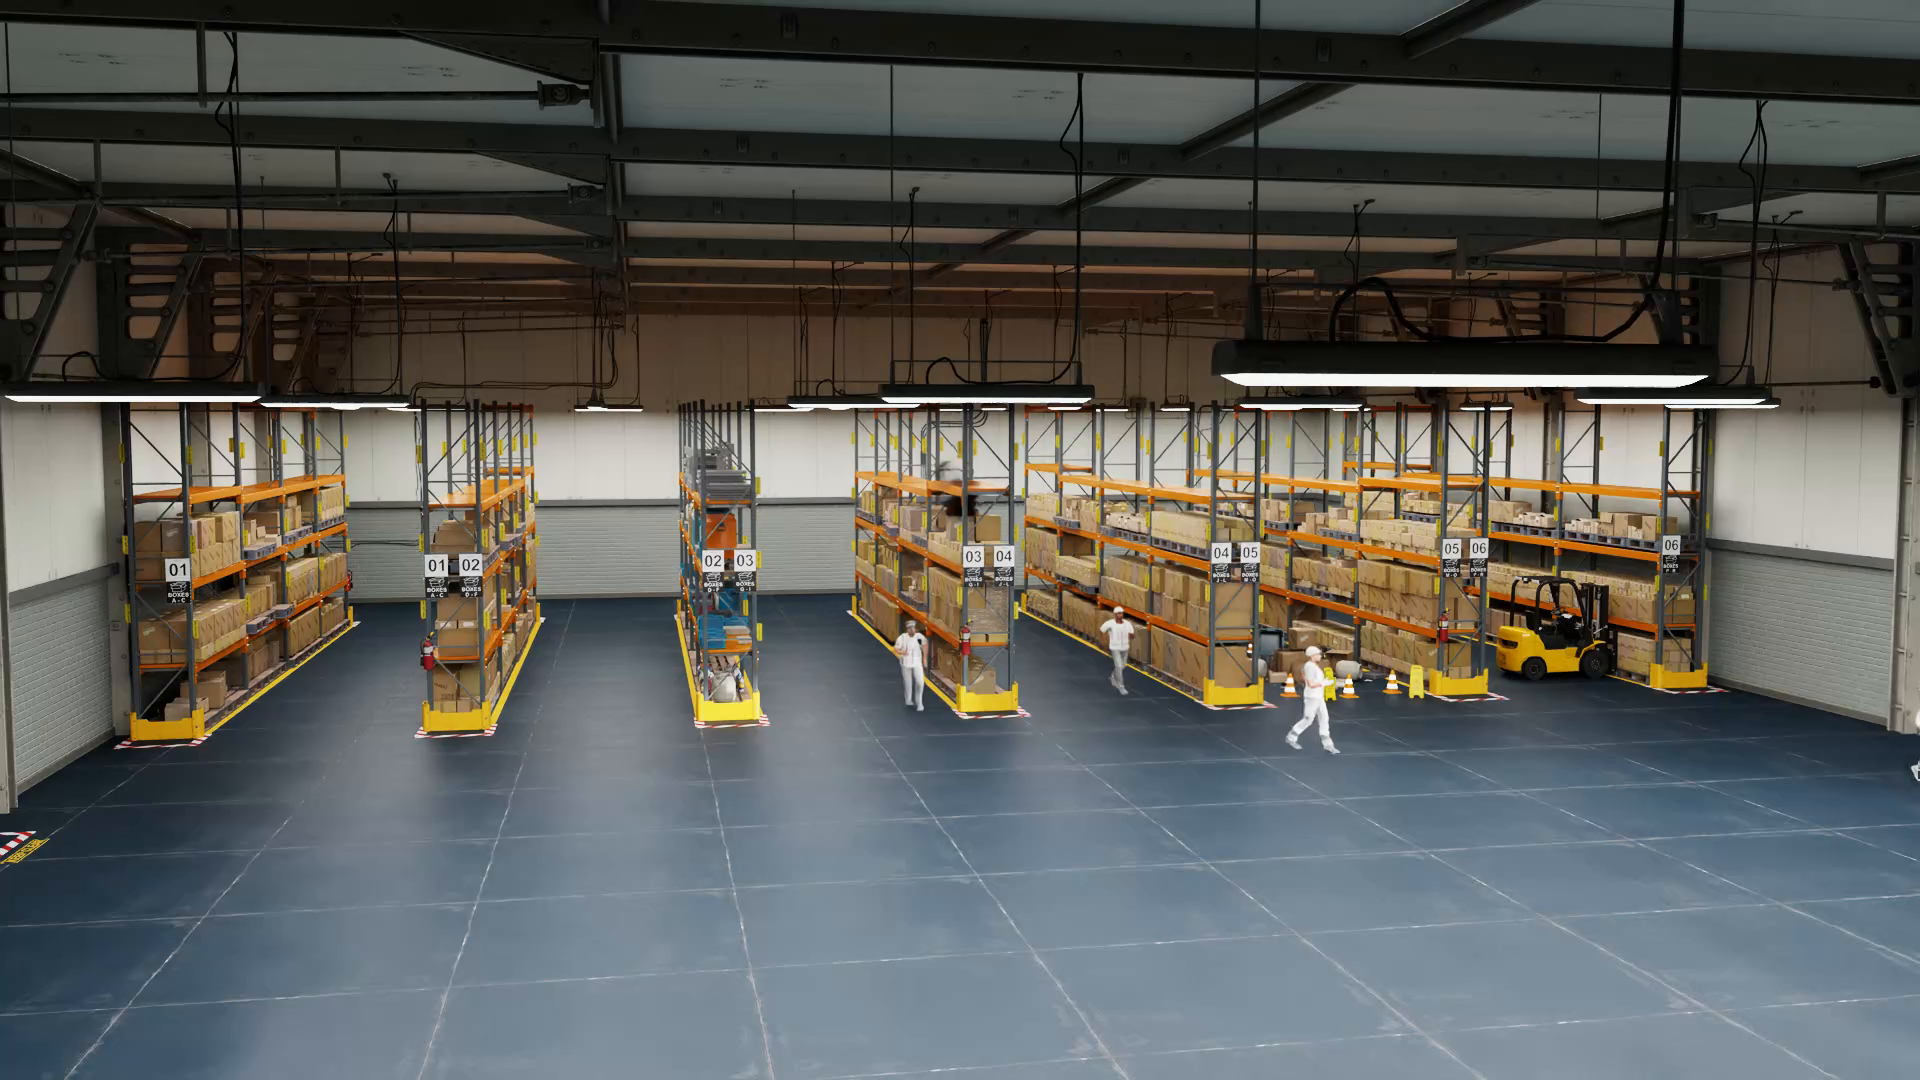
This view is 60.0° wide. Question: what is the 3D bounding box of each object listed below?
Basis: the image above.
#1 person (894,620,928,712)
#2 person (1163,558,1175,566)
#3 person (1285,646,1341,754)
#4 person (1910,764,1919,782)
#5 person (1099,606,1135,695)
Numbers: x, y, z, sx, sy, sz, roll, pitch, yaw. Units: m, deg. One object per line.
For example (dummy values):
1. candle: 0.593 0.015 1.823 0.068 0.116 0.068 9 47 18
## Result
1. person: -0.951 2.435 32.197 0.658 1.807 0.818 -1 4 -7
2. person: 6.332 1.029 50.870 0.668 1.727 0.728 1 4 8
3. person: 5.944 2.690 28.008 0.920 1.809 0.629 2 5 25
4. person: 14.740 3.000 25.222 0.524 1.673 0.616 4 6 44
5. person: 3.267 2.237 34.146 0.701 1.750 0.990 -2 5 -22
